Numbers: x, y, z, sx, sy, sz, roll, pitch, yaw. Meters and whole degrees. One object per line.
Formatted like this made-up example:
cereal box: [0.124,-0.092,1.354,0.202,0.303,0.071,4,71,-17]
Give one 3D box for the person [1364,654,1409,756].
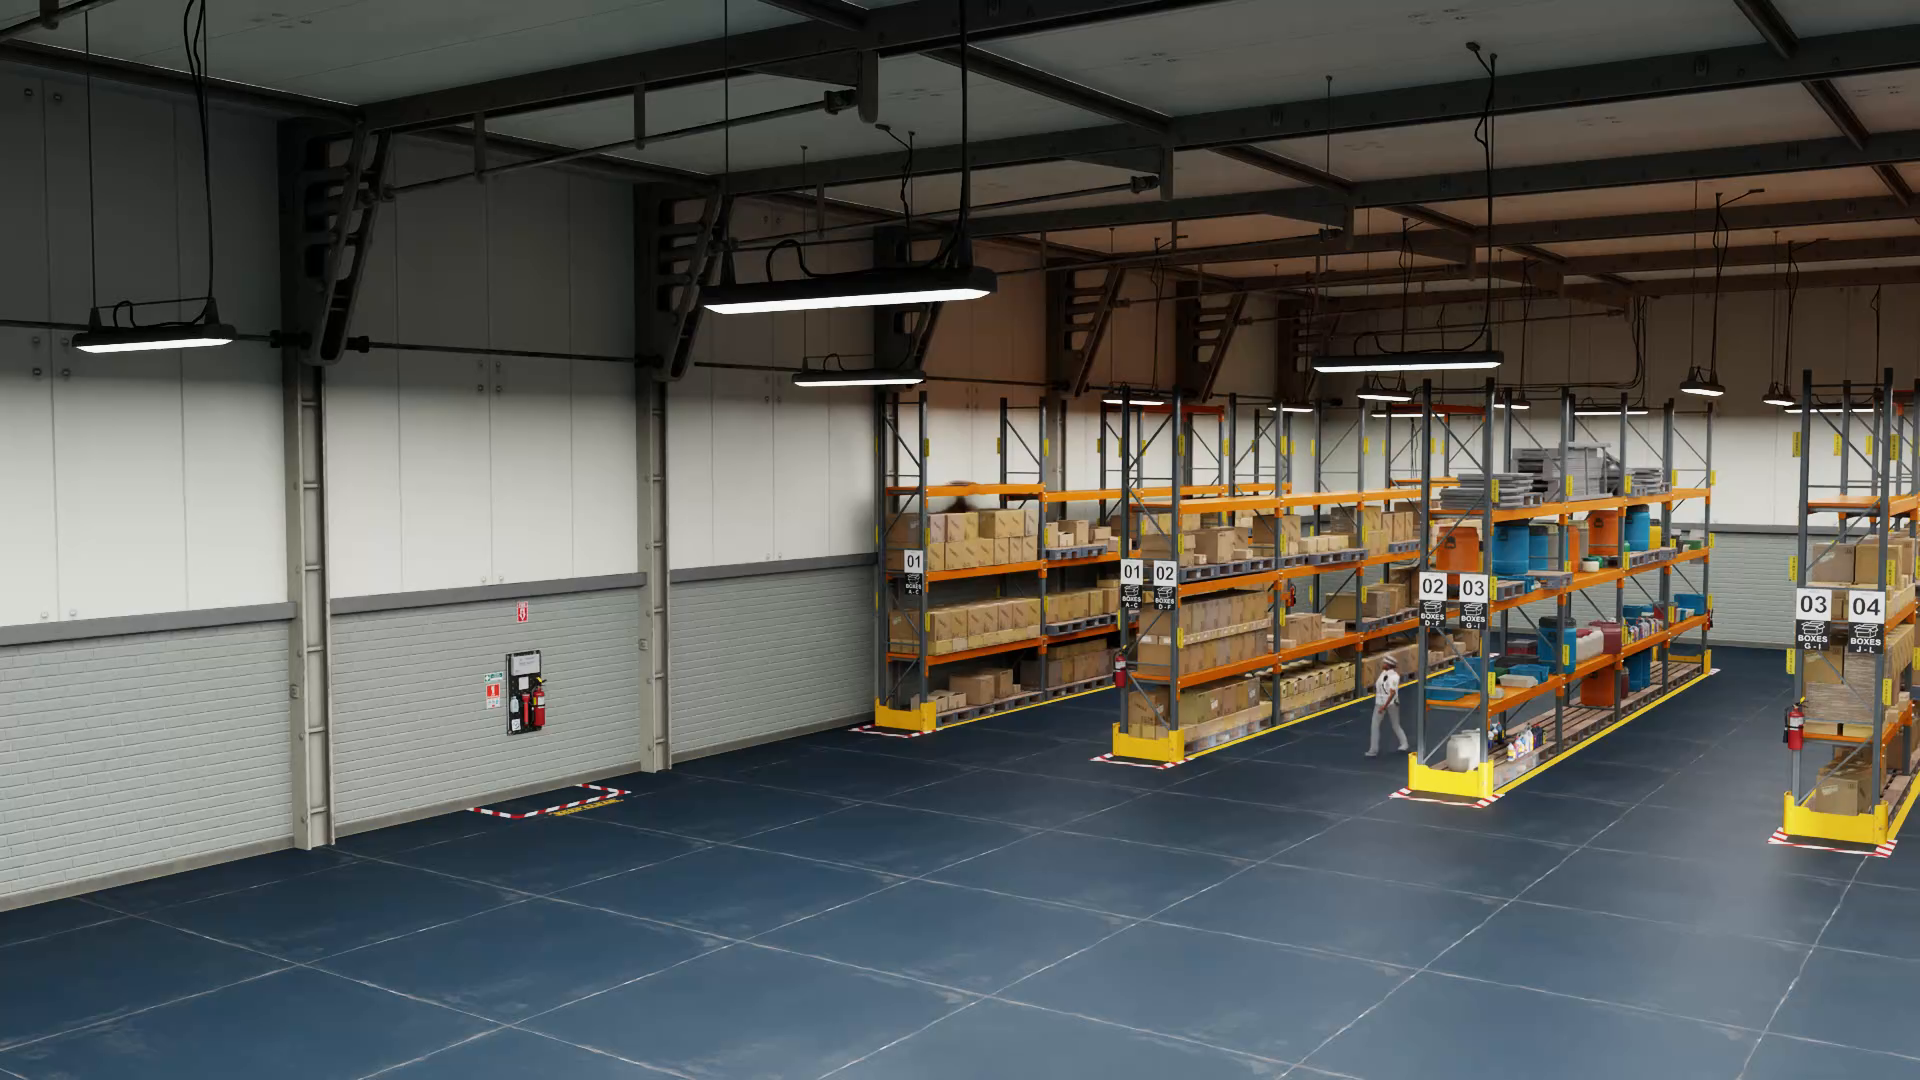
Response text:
person: [6.941,2.672,27.023,0.942,1.647,0.417,-3,4,-44]
